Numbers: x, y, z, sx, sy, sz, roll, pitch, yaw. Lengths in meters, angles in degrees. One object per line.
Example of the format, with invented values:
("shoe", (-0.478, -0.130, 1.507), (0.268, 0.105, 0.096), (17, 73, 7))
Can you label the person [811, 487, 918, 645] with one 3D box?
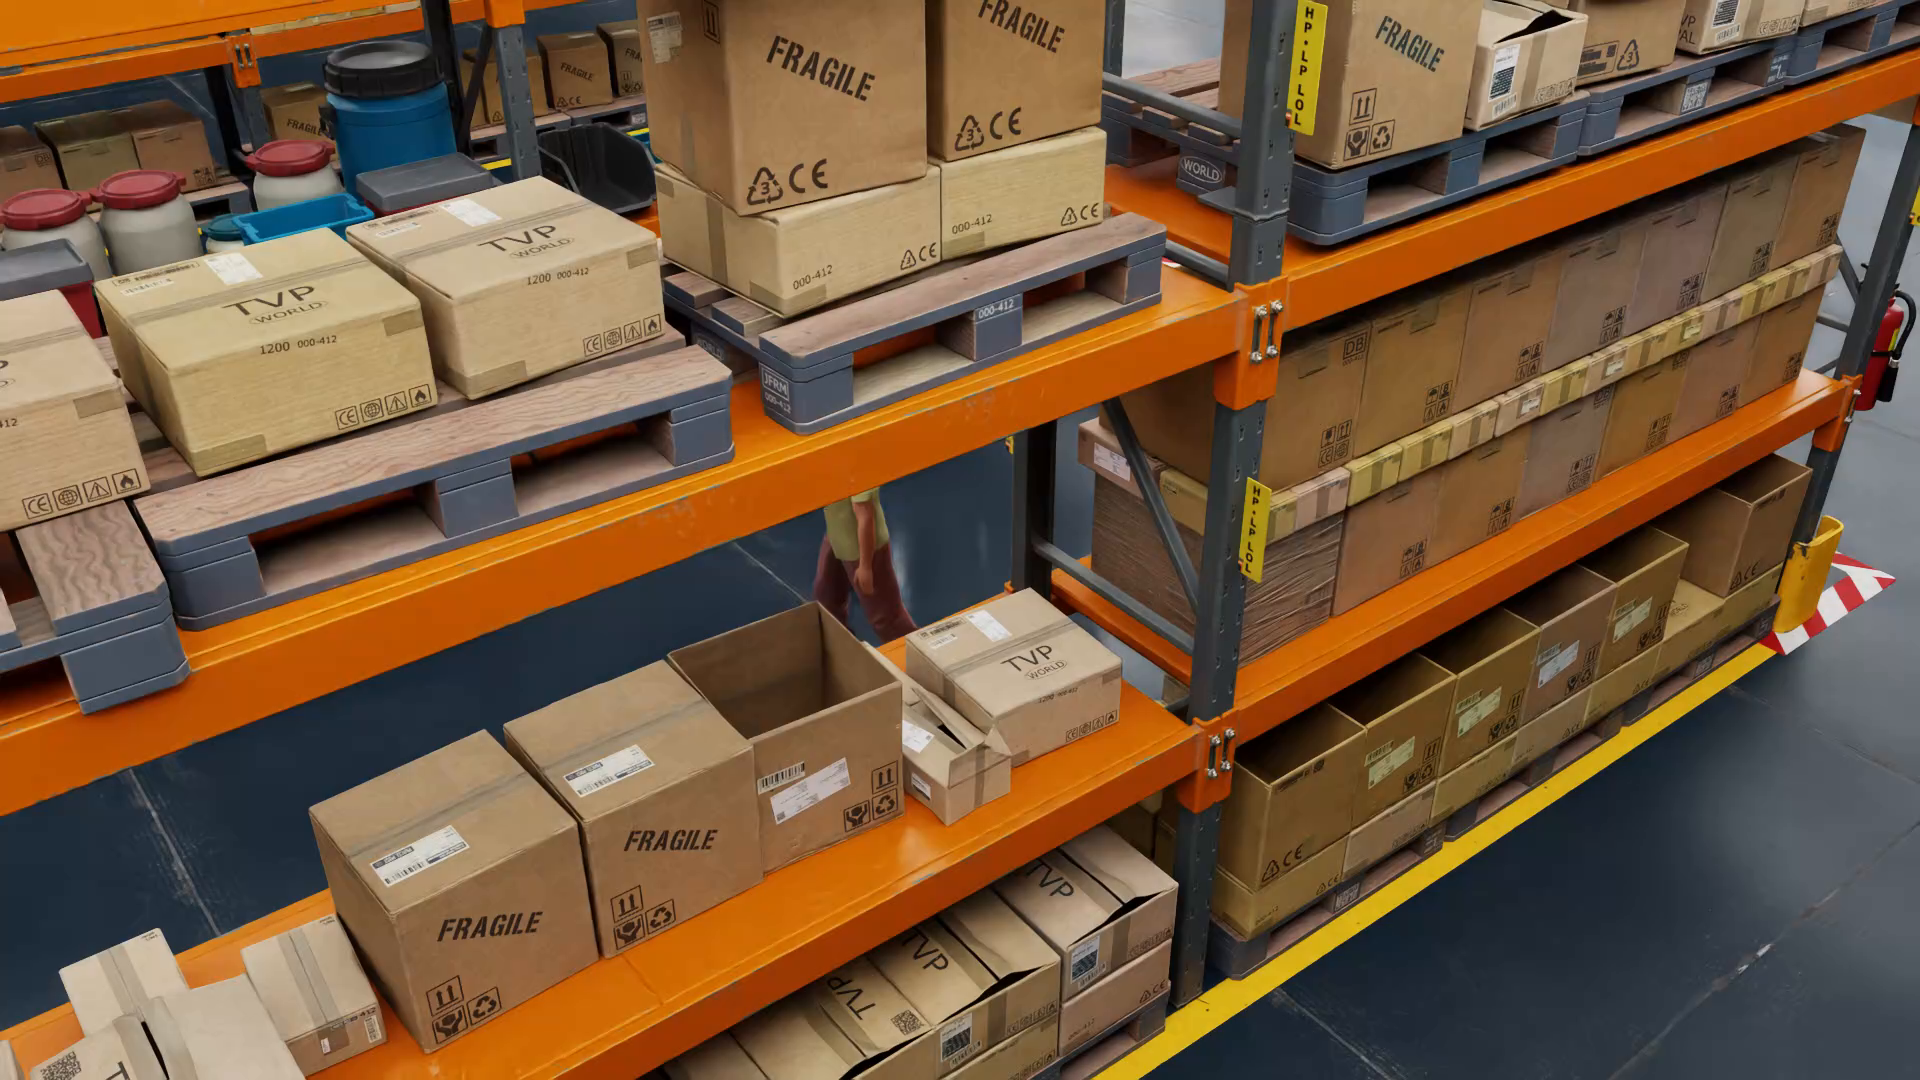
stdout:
("person", (-0.458, 0.003, 7.141), (0.710, 1.679, 0.548), (-6, 33, -9))
